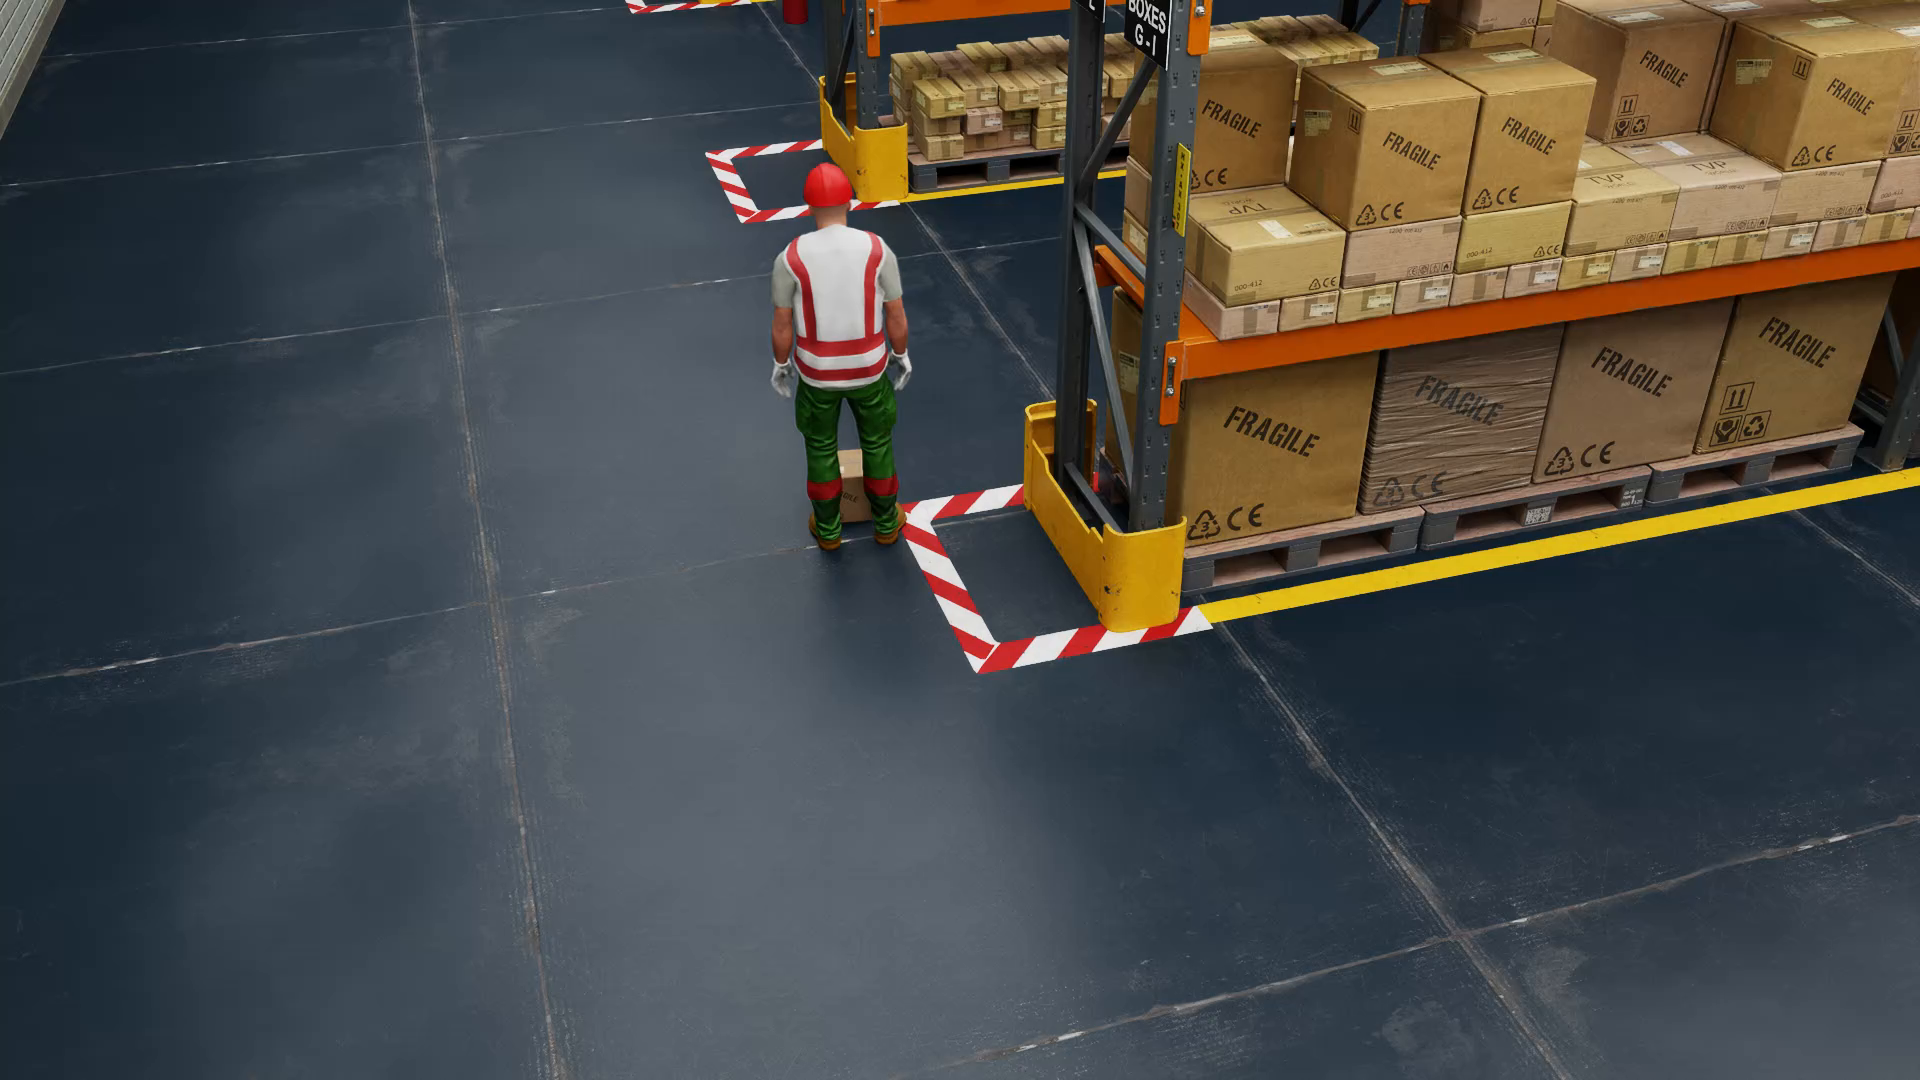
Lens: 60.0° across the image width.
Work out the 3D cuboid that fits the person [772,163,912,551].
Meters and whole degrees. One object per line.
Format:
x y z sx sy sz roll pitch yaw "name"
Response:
-0.518 -0.769 7.285 0.617 1.778 0.456 -4 34 -6 "person"
